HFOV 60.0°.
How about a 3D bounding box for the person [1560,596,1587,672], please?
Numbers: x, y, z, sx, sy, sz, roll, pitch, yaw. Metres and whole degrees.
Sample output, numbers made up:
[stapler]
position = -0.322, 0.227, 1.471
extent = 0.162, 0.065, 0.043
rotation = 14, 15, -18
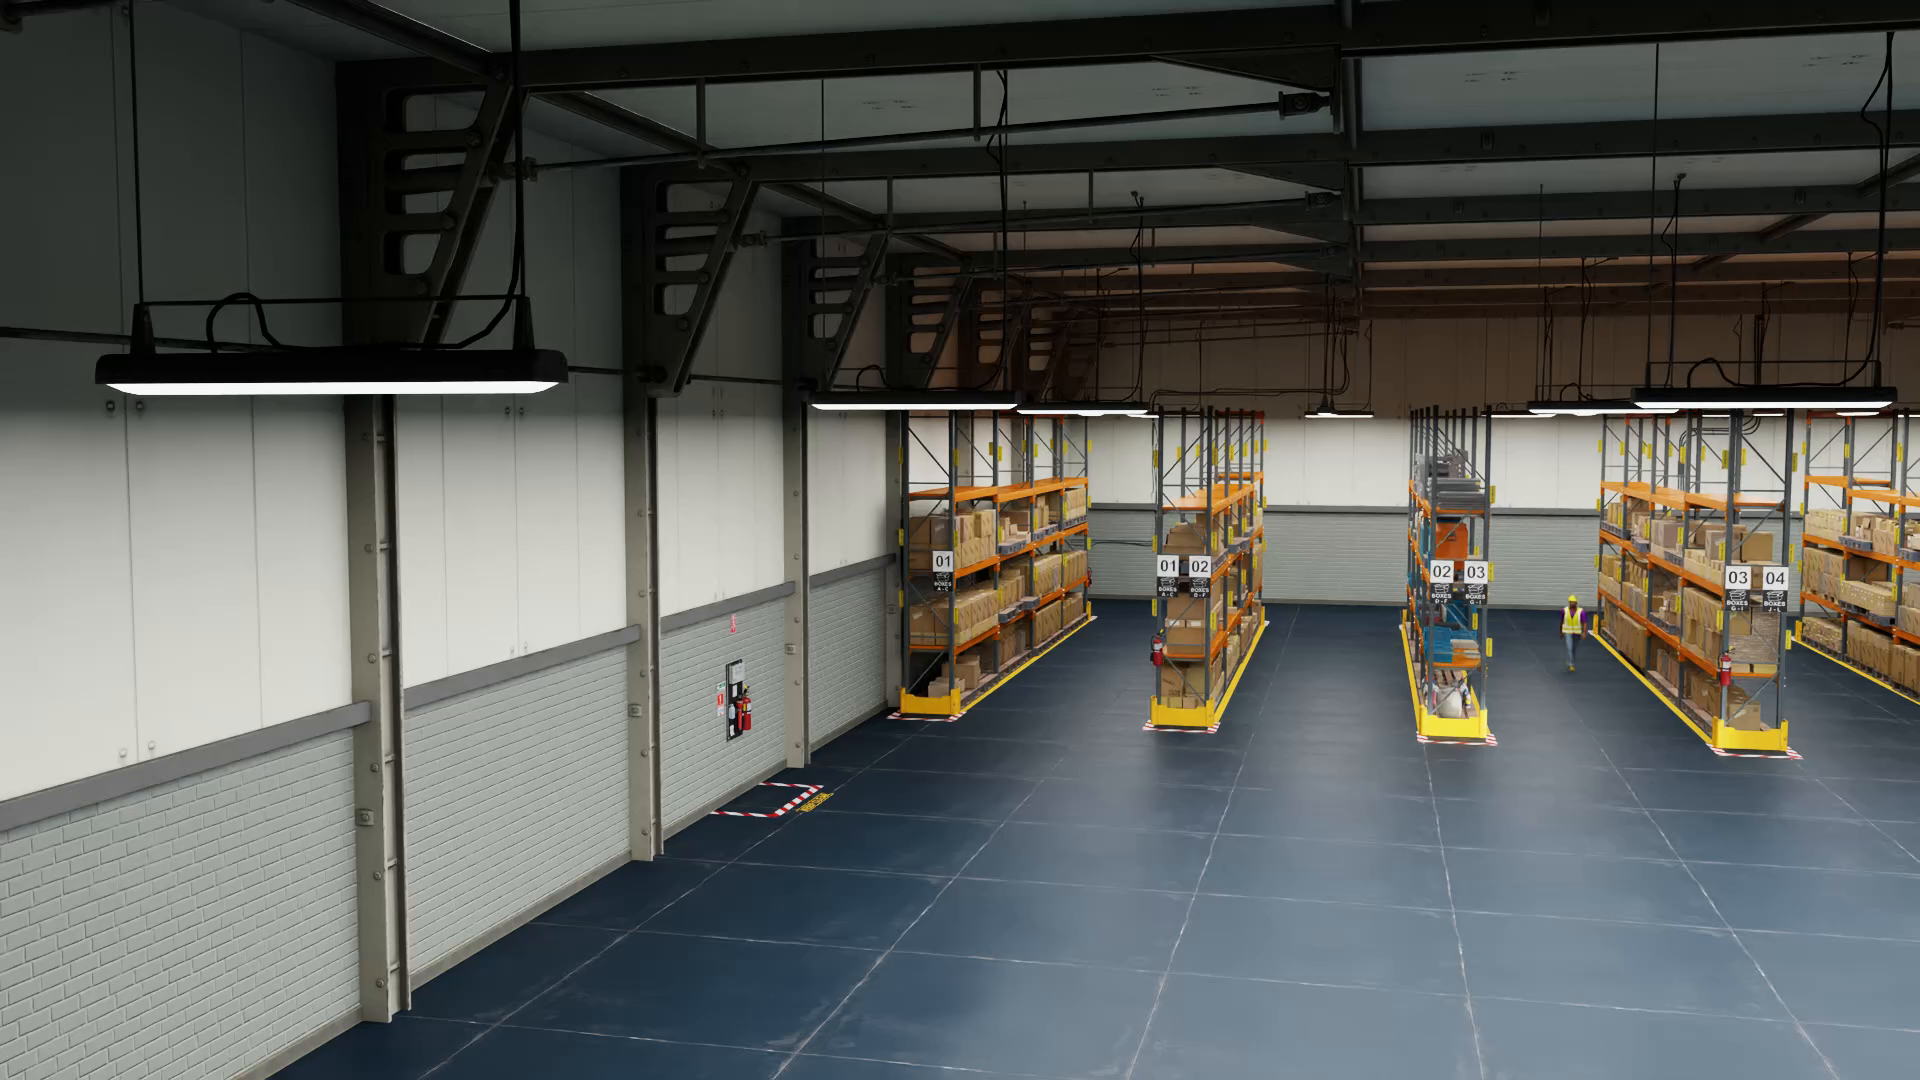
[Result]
[person]
position = 14.078, 2.128, 38.089
extent = 0.514, 1.706, 1.105
rotation = 0, 4, 3
